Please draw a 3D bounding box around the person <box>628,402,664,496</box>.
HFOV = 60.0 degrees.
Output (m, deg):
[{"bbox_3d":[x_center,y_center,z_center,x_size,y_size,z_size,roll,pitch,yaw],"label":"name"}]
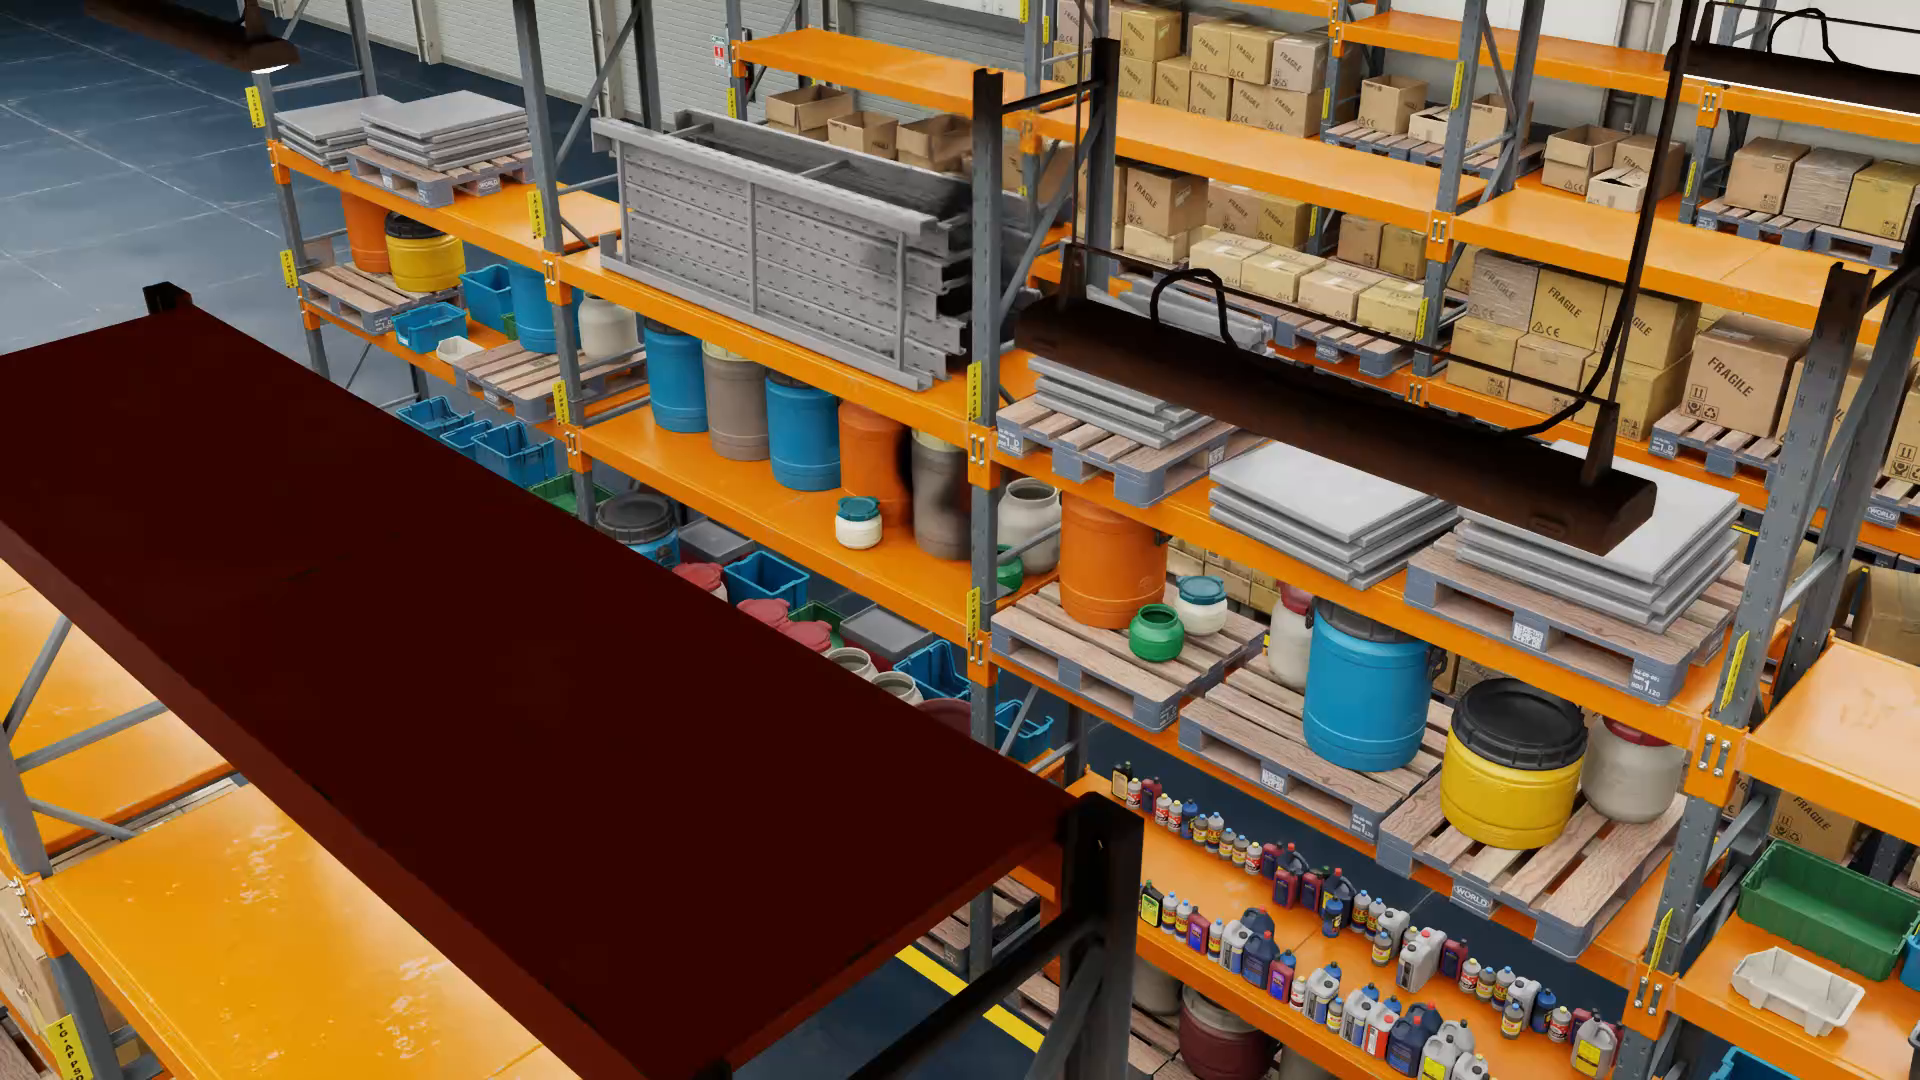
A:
[{"bbox_3d":[-2.845,-0.622,15.573,0.833,1.736,0.716,22,36,33],"label":"person"}]
